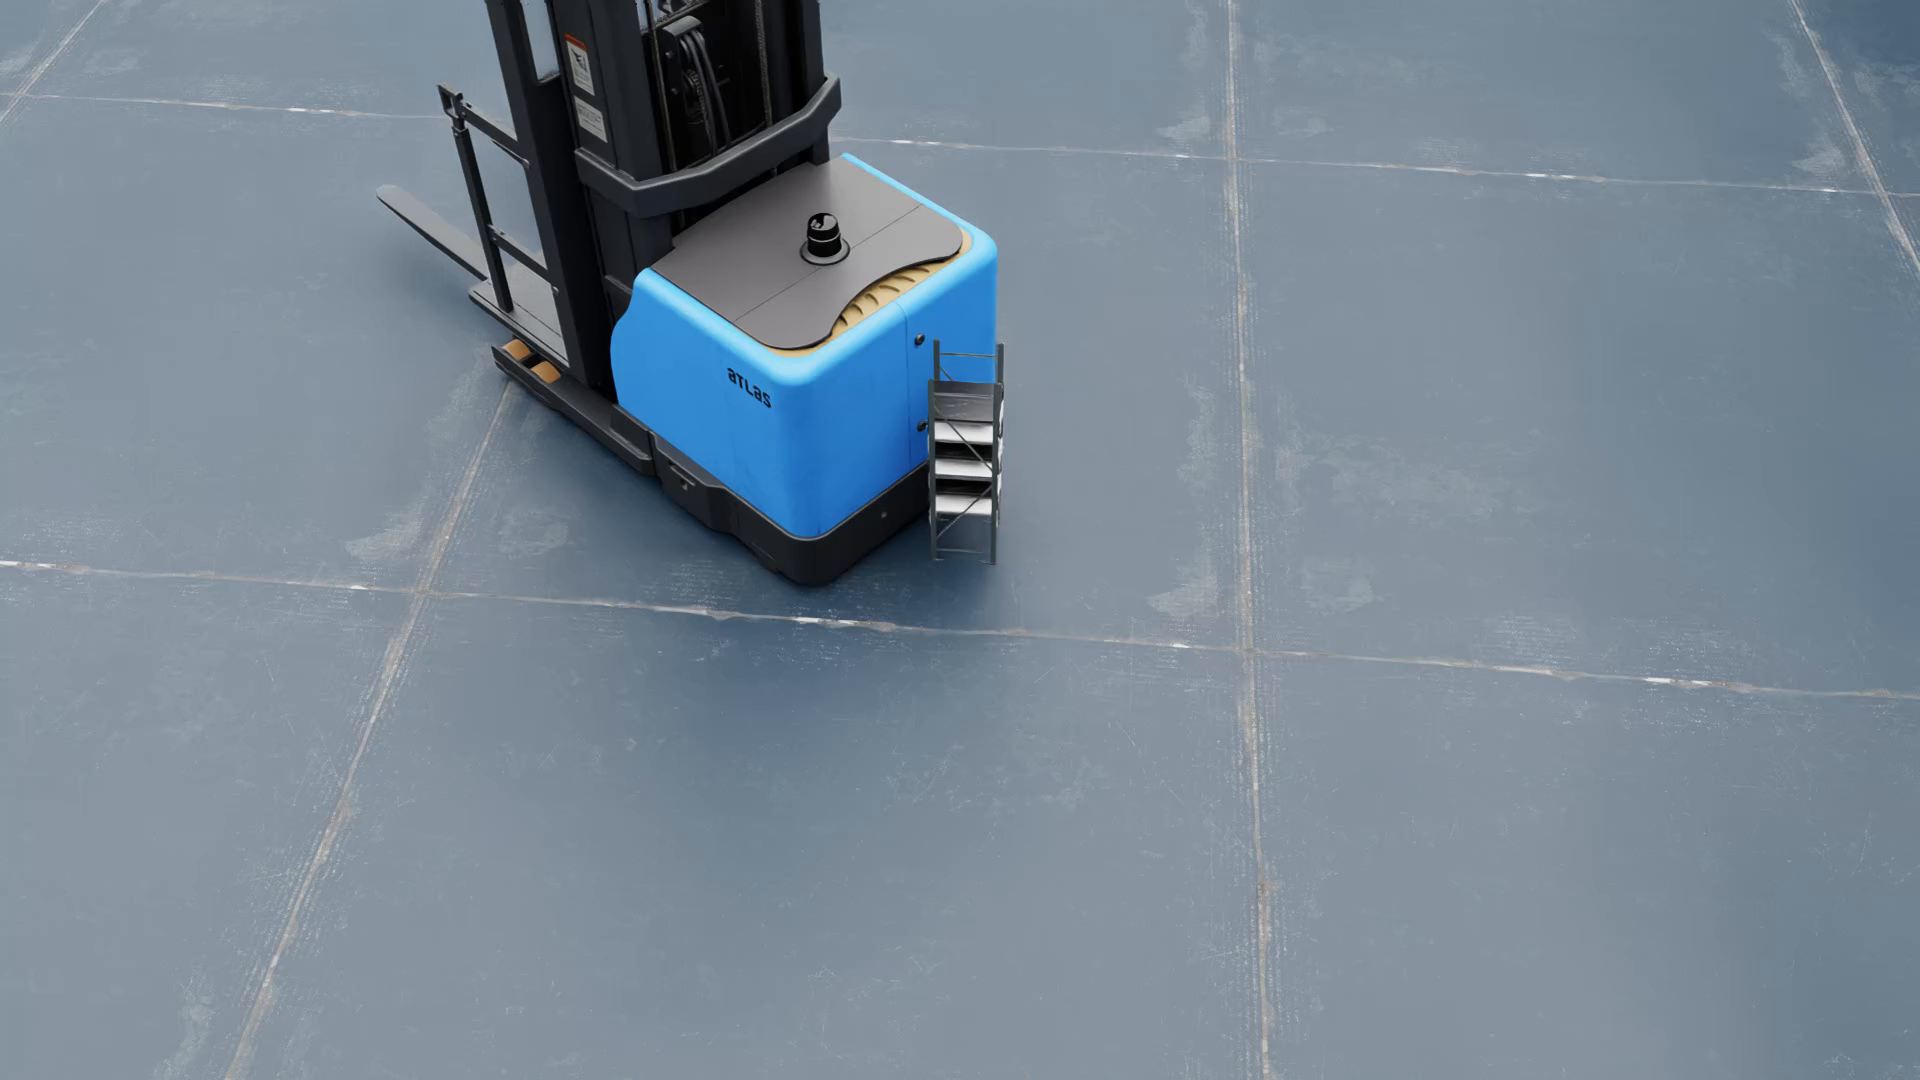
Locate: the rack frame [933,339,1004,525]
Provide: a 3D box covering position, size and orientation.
[{"bbox_3d":[0.030,-0.371,5.979,0.240,0.900,0.006,4,48,3],"label":"rack frame"}]

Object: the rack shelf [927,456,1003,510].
[{"bbox_3d":[0.021,-0.213,6.002,0.258,0.077,0.200,4,48,3],"label":"rack shelf"}]

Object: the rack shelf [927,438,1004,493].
[{"bbox_3d":[0.021,-0.273,5.935,0.258,0.077,0.200,4,48,3],"label":"rack shelf"}]

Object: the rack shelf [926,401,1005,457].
[{"bbox_3d":[0.021,-0.395,5.803,0.258,0.077,0.200,4,48,3],"label":"rack shelf"}]

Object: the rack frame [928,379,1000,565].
[{"bbox_3d":[0.012,-0.221,5.843,0.240,0.900,0.006,4,48,3],"label":"rack frame"}]

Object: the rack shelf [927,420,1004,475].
[{"bbox_3d":[0.021,-0.334,5.869,0.258,0.077,0.200,4,48,3],"label":"rack shelf"}]

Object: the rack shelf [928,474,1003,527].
[{"bbox_3d":[0.021,-0.152,6.068,0.258,0.077,0.200,4,48,3],"label":"rack shelf"}]

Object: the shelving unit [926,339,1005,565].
[{"bbox_3d":[0.021,-0.296,5.911,0.258,0.900,0.210,4,48,3],"label":"shelving unit"}]

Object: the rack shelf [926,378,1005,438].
[{"bbox_3d":[0.021,-0.456,5.736,0.258,0.077,0.200,4,48,3],"label":"rack shelf"}]

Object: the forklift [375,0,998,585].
[{"bbox_3d":[-1.267,-1.796,5.906,3.031,2.935,1.130,35,57,28],"label":"forklift"}]
